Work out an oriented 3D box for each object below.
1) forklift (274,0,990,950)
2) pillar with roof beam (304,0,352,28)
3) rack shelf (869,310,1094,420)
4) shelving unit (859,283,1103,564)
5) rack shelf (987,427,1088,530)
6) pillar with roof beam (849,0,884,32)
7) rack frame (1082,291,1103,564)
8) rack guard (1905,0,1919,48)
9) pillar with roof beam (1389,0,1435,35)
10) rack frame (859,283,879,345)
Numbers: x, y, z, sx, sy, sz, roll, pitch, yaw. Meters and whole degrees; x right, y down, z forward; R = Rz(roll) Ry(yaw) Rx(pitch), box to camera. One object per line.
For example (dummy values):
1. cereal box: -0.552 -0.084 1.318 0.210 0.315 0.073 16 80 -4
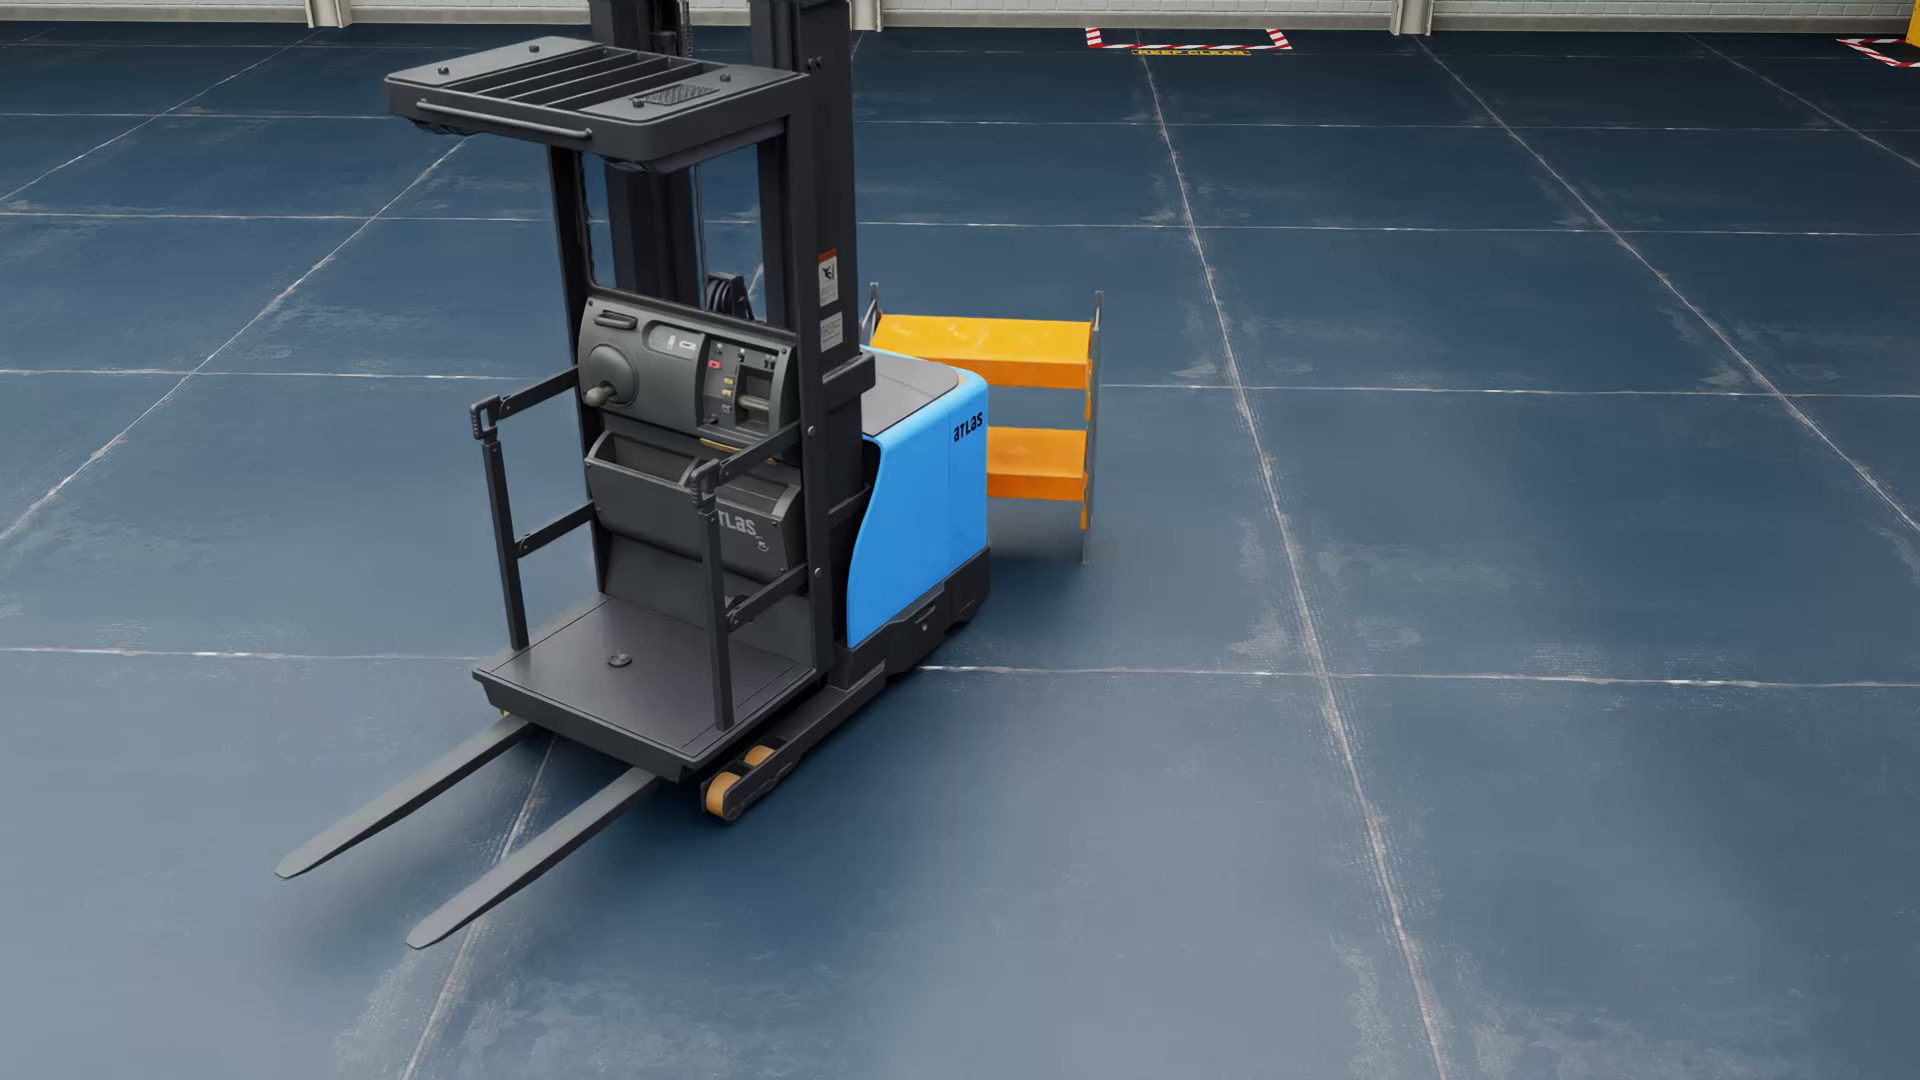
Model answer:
1. forklift: -1.087 -0.557 5.672 1.130 2.935 3.031 17 32 28
2. pillar with roof beam: -7.205 -7.737 12.737 0.400 9.000 9.100 1 28 2
3. rack shelf: 0.092 -0.787 7.409 1.000 0.278 0.538 3 28 5
4. shelving unit: 0.092 -0.528 7.546 1.048 1.125 0.538 3 28 5
5. rack shelf: 0.092 -0.312 7.660 1.000 0.278 0.538 3 28 5
6. pillar with roof beam: -1.209 -7.638 12.550 0.400 9.000 9.100 1 28 2
7. rack frame: 0.598 -0.503 7.498 0.032 1.125 0.500 3 28 5
8. rack guard: 10.282 -5.305 17.223 0.348 0.500 1.175 1 28 2
9. pillar with roof beam: 4.788 -7.539 12.363 0.400 9.000 9.100 1 28 2
10. rack frame: -0.413 -0.554 7.594 0.032 1.125 0.500 3 28 5
